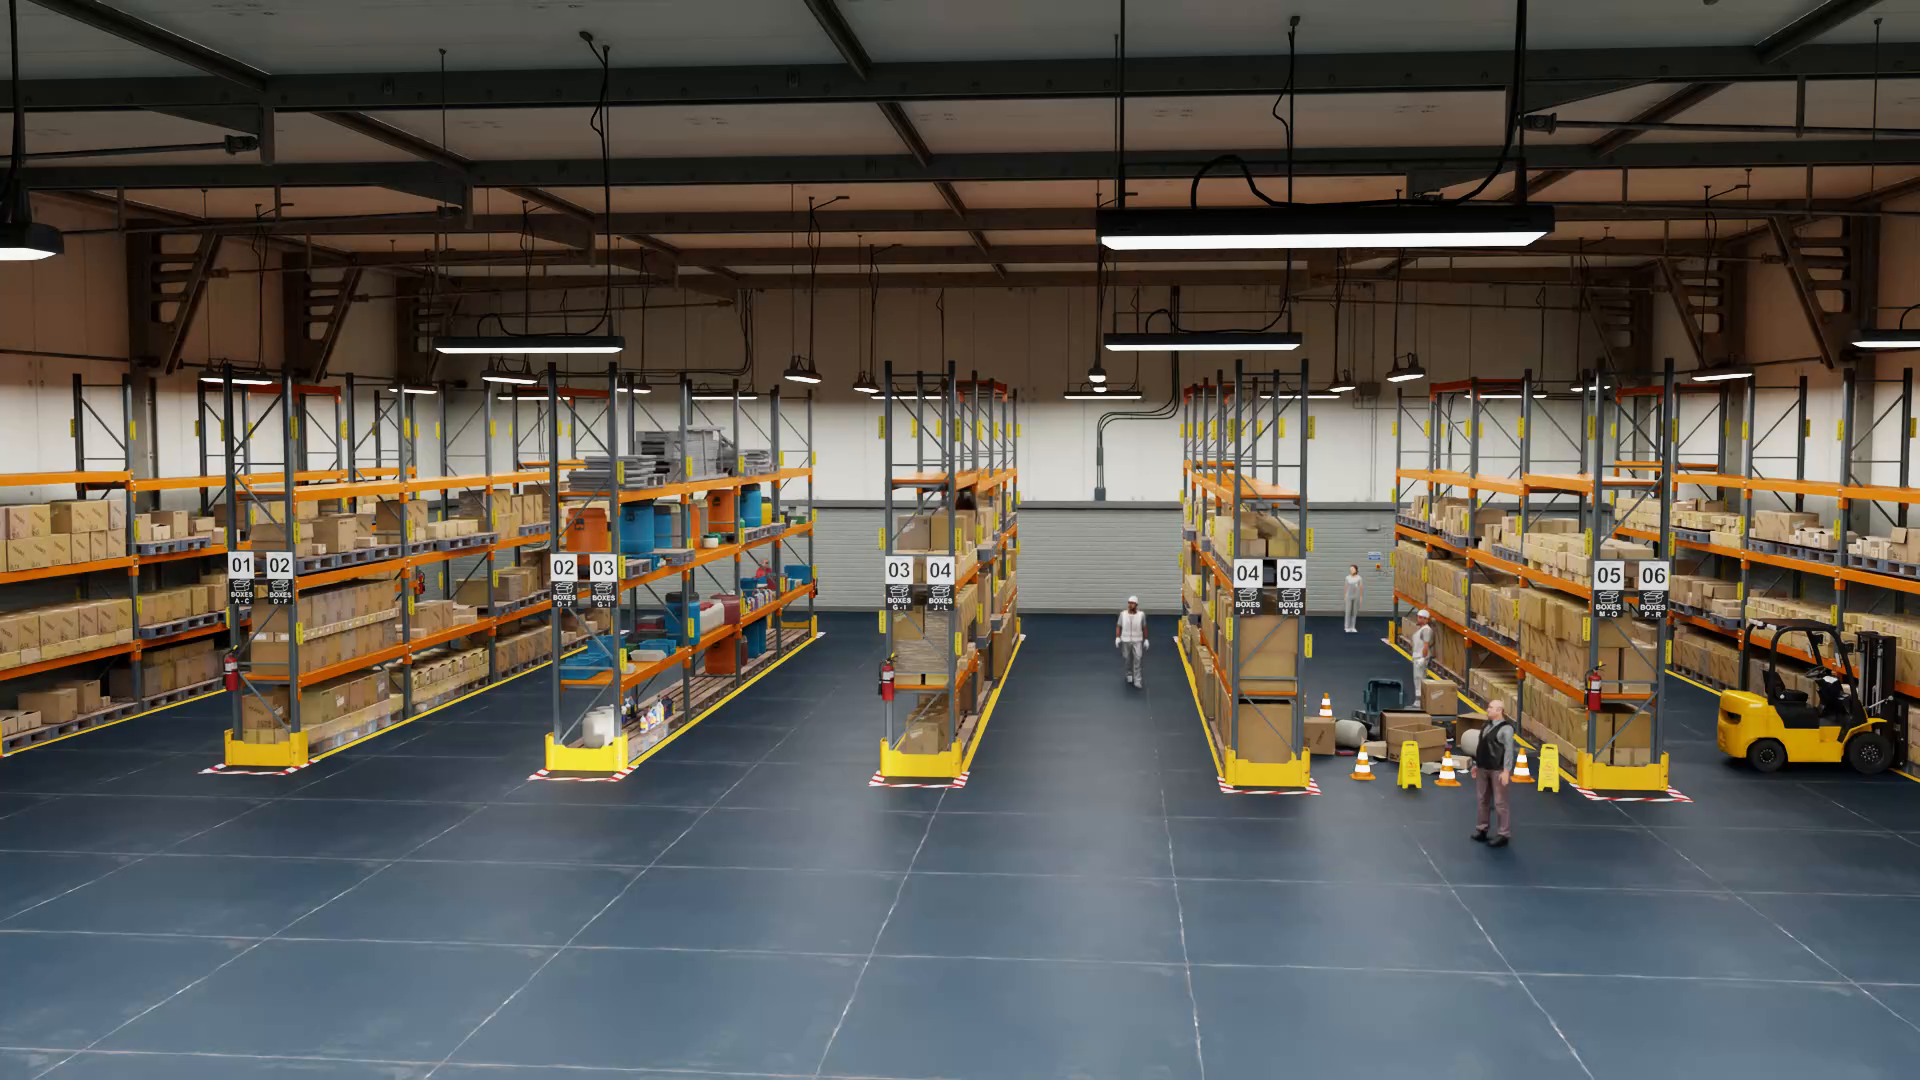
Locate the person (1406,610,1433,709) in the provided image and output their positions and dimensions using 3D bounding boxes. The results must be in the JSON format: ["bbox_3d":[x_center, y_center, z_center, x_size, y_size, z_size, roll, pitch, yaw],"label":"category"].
[{"bbox_3d":[8.284,2.149,29.915,0.433,1.791,0.610,2,4,23],"label":"person"}]

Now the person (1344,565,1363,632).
[{"bbox_3d":[9.806,1.453,41.435,0.440,1.682,0.440,0,4,7],"label":"person"}]

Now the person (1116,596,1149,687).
[{"bbox_3d":[3.370,1.970,32.503,0.644,1.720,1.021,1,4,8],"label":"person"}]

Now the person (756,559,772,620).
[{"bbox_3d":[-5.055,1.322,42.911,0.777,1.693,0.608,3,5,42],"label":"person"}]

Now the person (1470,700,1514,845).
[{"bbox_3d":[6.471,2.803,20.213,0.398,1.727,0.583,-2,4,-30],"label":"person"}]
